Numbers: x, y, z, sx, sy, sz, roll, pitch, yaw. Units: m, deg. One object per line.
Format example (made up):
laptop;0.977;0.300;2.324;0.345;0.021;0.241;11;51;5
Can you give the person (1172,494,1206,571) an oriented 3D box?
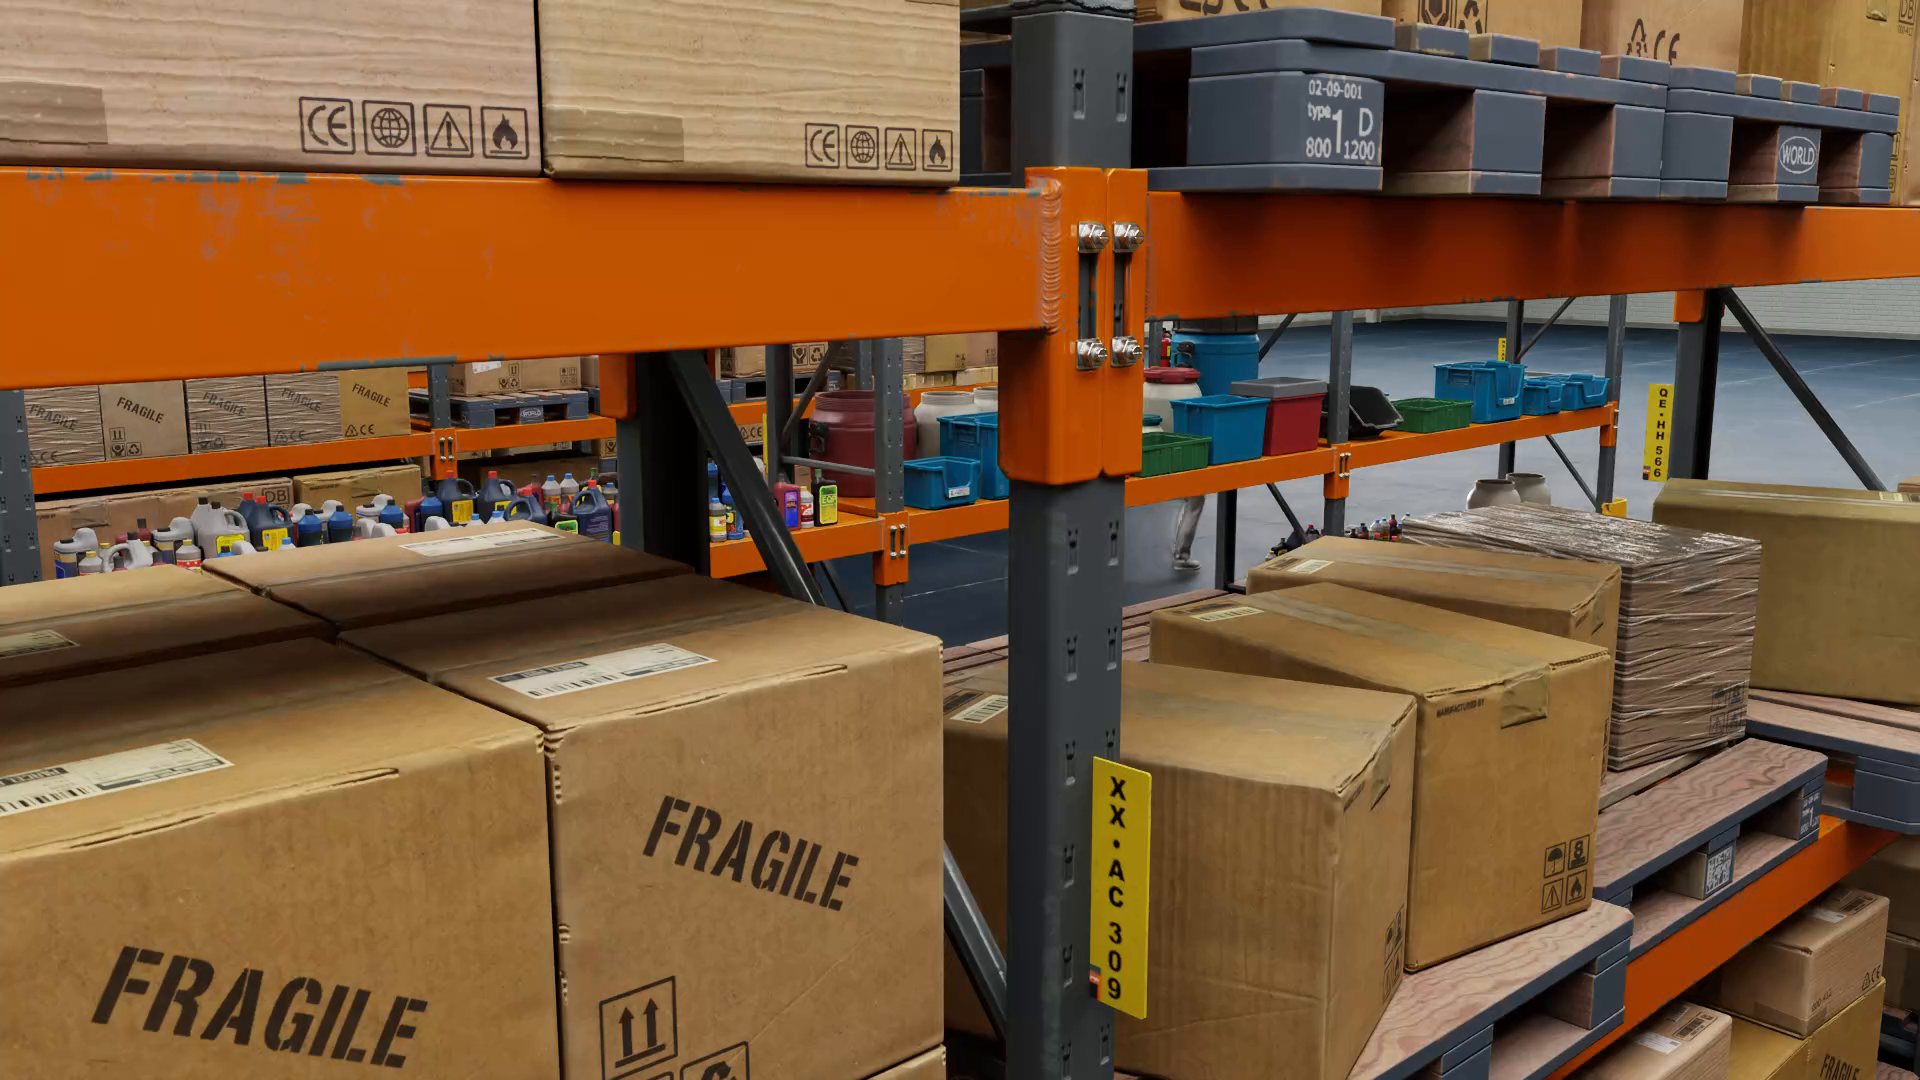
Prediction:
person;1.880;-0.569;13.375;0.497;1.731;0.472;10;15;42
